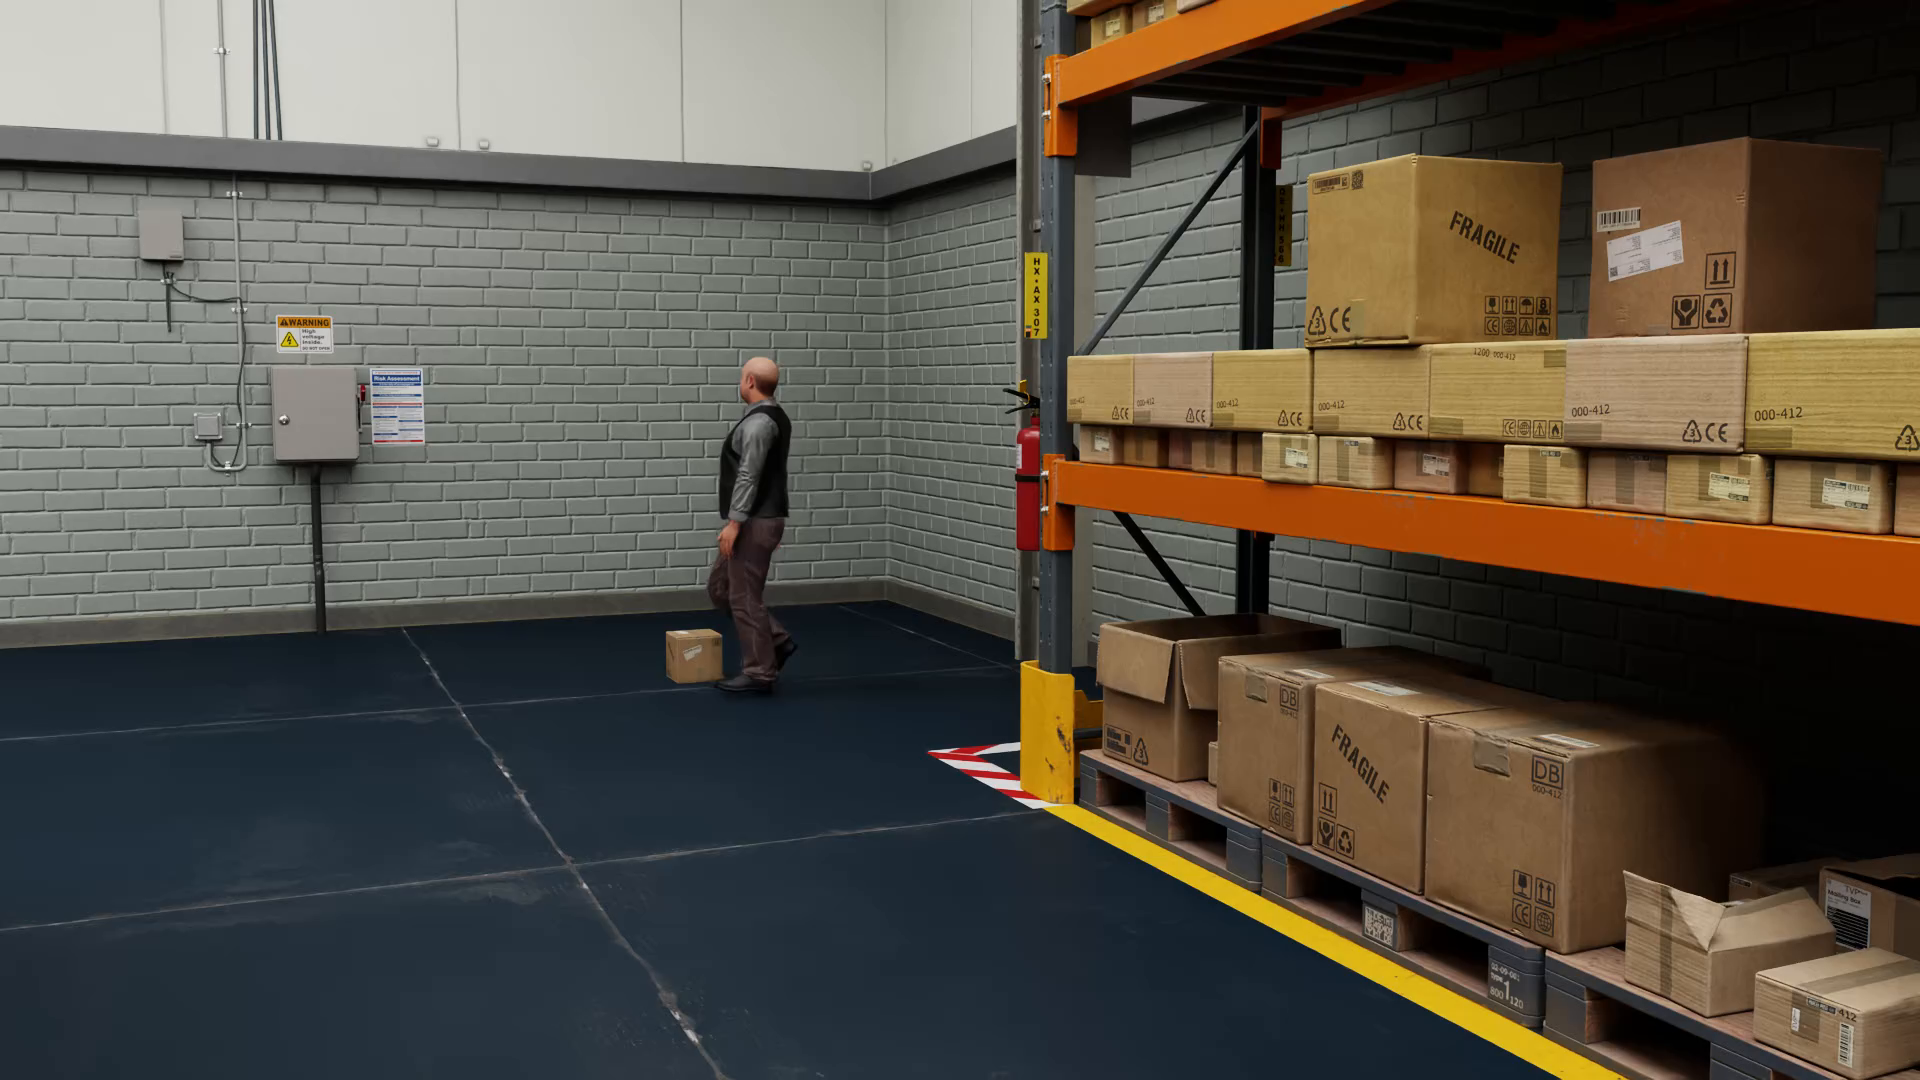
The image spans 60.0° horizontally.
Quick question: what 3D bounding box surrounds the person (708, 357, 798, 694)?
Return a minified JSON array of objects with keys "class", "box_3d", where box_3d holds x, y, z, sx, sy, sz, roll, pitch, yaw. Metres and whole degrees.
[{"class":"person","box_3d":[-1.074,-0.075,8.497,0.468,1.713,0.551,0,5,-2]}]
